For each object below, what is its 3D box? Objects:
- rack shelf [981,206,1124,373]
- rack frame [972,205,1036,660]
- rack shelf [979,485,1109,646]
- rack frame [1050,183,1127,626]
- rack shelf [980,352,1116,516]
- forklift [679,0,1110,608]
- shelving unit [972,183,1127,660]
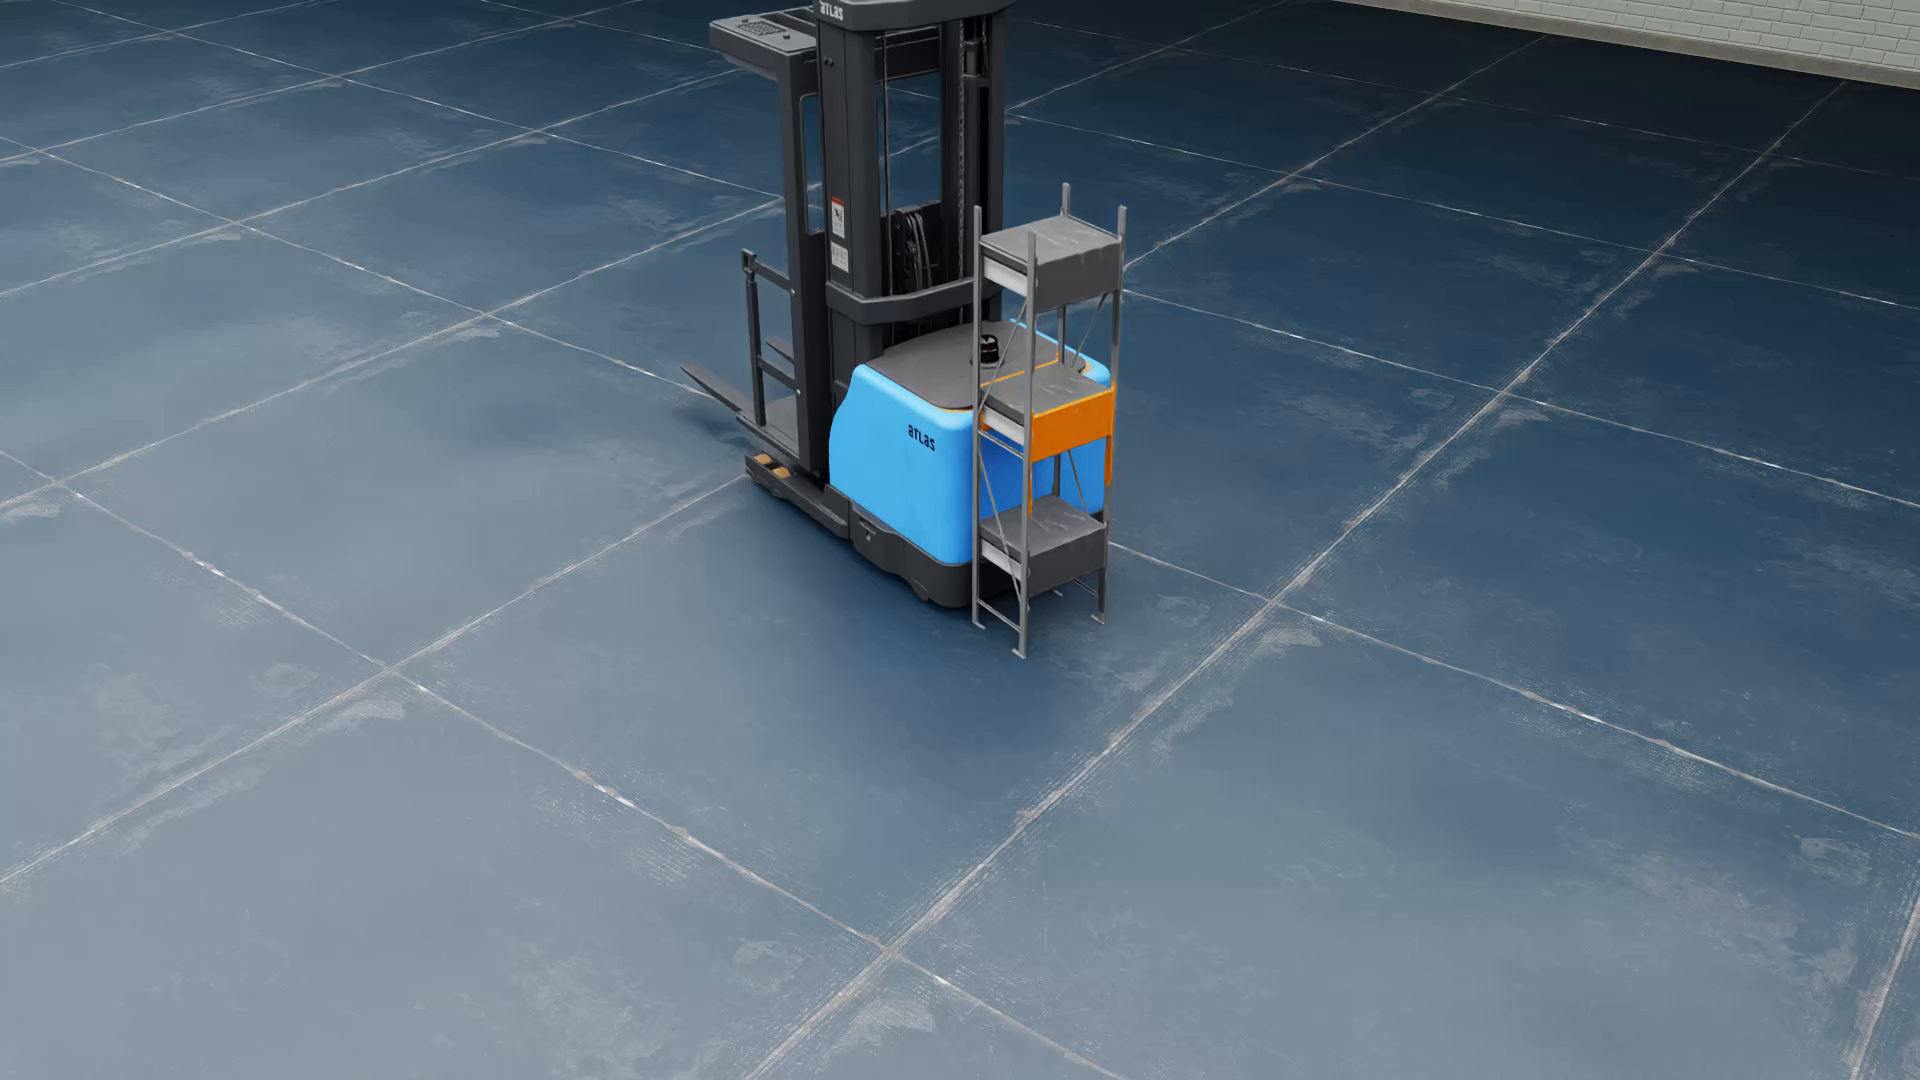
[{"bbox_3d":[0.380,-1.089,7.181,0.480,0.518,0.431,-21,36,-31],"label":"rack shelf"},{"bbox_3d":[0.184,-0.424,7.405,0.015,2.100,0.400,-21,36,-31],"label":"rack frame"},{"bbox_3d":[0.380,0.116,7.895,0.480,0.518,0.431,-21,36,-31],"label":"rack shelf"},{"bbox_3d":[0.575,-0.573,7.657,0.015,2.100,0.400,-21,36,-31],"label":"rack frame"},{"bbox_3d":[0.380,-0.486,7.538,0.480,0.518,0.431,-21,36,-31],"label":"rack shelf"},{"bbox_3d":[-0.537,-1.627,8.621,1.130,2.935,3.031,-21,36,-31],"label":"forklift"},{"bbox_3d":[0.380,-0.498,7.531,0.503,2.100,0.431,-21,36,-31],"label":"shelving unit"}]
